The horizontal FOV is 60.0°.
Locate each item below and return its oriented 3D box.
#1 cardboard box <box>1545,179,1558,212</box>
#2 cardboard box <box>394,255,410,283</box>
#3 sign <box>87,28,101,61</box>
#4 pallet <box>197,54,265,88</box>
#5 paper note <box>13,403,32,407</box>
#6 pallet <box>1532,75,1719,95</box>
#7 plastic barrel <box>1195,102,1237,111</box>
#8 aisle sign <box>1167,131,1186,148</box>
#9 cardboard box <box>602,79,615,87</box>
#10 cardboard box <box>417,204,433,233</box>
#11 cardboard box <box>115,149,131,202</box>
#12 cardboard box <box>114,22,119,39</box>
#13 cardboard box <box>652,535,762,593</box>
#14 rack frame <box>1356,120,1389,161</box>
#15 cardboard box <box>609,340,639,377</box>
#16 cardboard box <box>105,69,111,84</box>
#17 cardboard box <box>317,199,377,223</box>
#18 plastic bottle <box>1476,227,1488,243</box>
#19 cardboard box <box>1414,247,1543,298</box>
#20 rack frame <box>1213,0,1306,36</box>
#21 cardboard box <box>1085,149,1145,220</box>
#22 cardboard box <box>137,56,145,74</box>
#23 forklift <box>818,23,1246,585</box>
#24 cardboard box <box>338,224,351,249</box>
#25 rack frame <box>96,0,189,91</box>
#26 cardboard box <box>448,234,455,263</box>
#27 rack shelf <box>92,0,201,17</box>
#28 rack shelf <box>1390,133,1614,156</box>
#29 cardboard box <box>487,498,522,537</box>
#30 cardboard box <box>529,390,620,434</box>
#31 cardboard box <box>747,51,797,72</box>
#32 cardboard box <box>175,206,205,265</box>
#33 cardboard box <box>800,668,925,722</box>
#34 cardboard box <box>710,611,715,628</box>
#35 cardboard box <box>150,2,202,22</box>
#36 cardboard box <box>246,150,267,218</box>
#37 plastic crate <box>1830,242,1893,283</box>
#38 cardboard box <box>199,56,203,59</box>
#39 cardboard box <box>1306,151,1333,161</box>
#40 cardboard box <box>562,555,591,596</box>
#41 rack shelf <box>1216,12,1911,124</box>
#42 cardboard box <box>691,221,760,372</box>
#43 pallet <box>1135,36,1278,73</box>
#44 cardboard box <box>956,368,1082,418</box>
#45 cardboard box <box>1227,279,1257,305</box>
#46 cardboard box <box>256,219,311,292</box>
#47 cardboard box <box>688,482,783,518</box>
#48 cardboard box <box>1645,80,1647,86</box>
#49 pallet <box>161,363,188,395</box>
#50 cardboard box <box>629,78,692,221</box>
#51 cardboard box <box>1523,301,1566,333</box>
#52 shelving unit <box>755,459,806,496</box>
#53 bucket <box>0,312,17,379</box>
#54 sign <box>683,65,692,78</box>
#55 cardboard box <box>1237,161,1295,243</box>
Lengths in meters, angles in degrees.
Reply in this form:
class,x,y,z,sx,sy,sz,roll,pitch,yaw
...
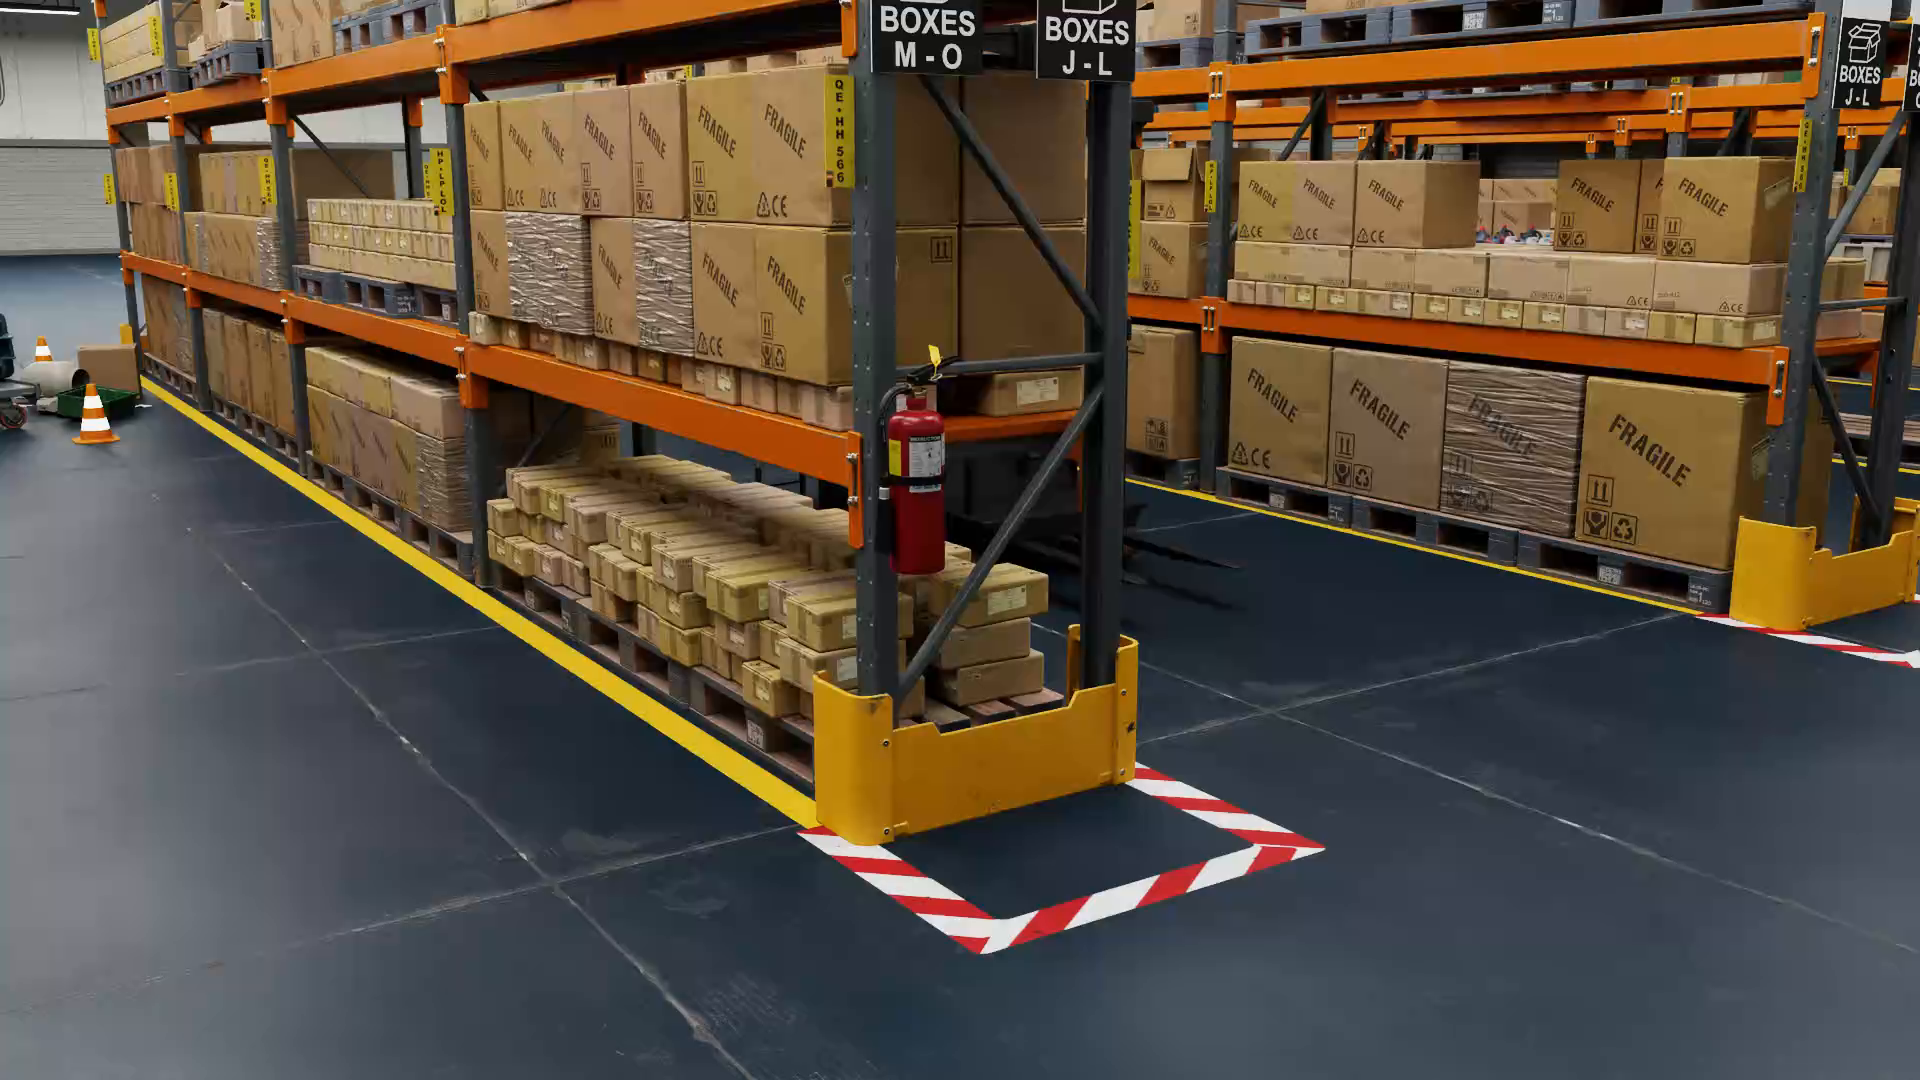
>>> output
class,x,y,z,sx,sy,sz,roll,pitch,yaw
cardboard box,9.502,-5.372,25.957,0.500,0.500,0.500,-8,15,-33
cardboard box,-3.065,-1.585,9.694,0.380,0.149,0.250,-9,15,-35
sign,-9.216,-5.272,17.695,0.100,0.325,0.005,-8,15,-33
pallet,-5.341,-3.663,13.010,1.003,0.211,1.213,-7,14,-30
paper note,-8.810,-1.265,15.592,0.172,0.023,0.155,-3,13,-13
pallet,5.691,-3.928,14.222,1.213,0.211,1.003,-8,15,-33
plastic barrel,2.961,-5.262,18.710,0.600,0.901,0.708,-8,15,-33
aisle sign,3.392,-6.392,25.984,0.394,0.787,0.004,-8,15,-33
cardboard box,-3.913,-5.250,19.243,0.380,0.149,0.250,-9,15,-35
cardboard box,-2.778,-1.787,9.223,0.380,0.149,0.250,-9,15,-35
cardboard box,-8.577,-3.936,17.959,0.875,0.550,0.550,-8,15,-33
cardboard box,-8.268,-5.114,16.708,0.380,0.149,0.250,-8,15,-34
cardboard box,-1.017,0.096,6.701,0.380,0.149,0.250,-7,14,-31
rack frame,3.990,-3.138,17.190,1.000,3.000,0.127,-8,15,-33
cardboard box,-1.260,-0.789,7.036,0.380,0.149,0.250,-7,14,-31
cardboard box,-8.827,-4.903,17.612,0.380,0.149,0.250,-8,15,-32
cardboard box,-4.072,-2.203,11.128,0.380,0.149,0.250,-9,15,-34
plastic bottle,4.814,-2.723,15.409,0.144,0.351,0.185,-8,15,-33
cardboard box,2.955,-1.529,9.486,0.500,0.250,0.500,-8,15,-33
rack frame,2.083,-4.771,10.616,1.000,3.000,0.127,-8,15,-33
cardboard box,1.352,-2.615,12.218,0.797,0.503,0.637,-8,15,-32
cardboard box,-7.565,-4.498,15.760,0.380,0.149,0.250,-8,15,-32
forklift,0.332,-1.318,9.026,1.130,2.935,3.031,-8,14,-31
cardboard box,-3.775,-1.961,10.716,0.380,0.149,0.250,-8,15,-33
rack frame,-8.751,-6.336,17.772,1.000,3.000,0.127,-8,15,-33
cardboard box,-2.487,-1.546,8.821,0.380,0.149,0.250,-8,14,-31
rack shelf,-7.642,-5.434,16.265,1.077,0.370,4.000,-8,15,-33
rack shelf,8.913,-6.492,27.189,1.077,0.370,4.000,-8,15,-33
cardboard box,-2.167,-0.127,8.414,0.380,0.149,0.250,-7,14,-30
cardboard box,-2.291,-0.784,9.540,0.500,0.250,0.500,-9,15,-35
cardboard box,-1.648,-4.721,16.185,0.797,0.503,0.637,-7,14,-30
cardboard box,-6.749,-2.832,15.438,0.875,0.550,0.550,-8,15,-33
cardboard box,-0.351,0.559,5.976,0.380,0.149,0.250,-8,15,-32
cardboard box,-0.768,0.270,6.600,0.380,0.149,0.250,-8,15,-33
cardboard box,-7.002,-4.708,14.851,0.380,0.149,0.250,-8,15,-33
cardboard box,-5.126,-2.782,12.987,0.700,0.500,0.500,-8,15,-34
plastic crate,6.899,-2.105,12.602,0.437,0.282,0.530,-8,15,-33
cardboard box,-6.166,-4.077,13.833,0.250,0.149,0.380,-8,15,-33
cardboard box,5.368,-5.286,23.740,0.700,0.500,0.500,-8,15,-33
cardboard box,-1.657,0.144,7.874,0.380,0.149,0.250,-8,15,-34
rack shelf,3.191,-2.599,9.386,1.077,0.370,4.000,-8,15,-33
cardboard box,-0.630,-0.896,6.006,0.500,0.500,0.500,-8,15,-34
pallet,1.534,-3.370,11.675,0.805,0.209,1.217,-9,15,-35
cardboard box,0.208,-0.534,5.869,0.380,0.149,0.250,-8,15,-33
cardboard box,1.970,-1.626,10.863,0.380,0.149,0.250,-8,15,-33
cardboard box,-4.791,-2.080,12.117,0.500,0.500,0.500,-8,15,-33
cardboard box,-1.064,-0.165,7.893,0.380,0.149,0.250,-9,15,-35
cardboard box,8.386,-5.164,19.201,0.910,0.500,0.500,-8,15,-33
pallet,-7.571,-1.694,17.112,1.003,0.211,1.213,-8,15,-33
cardboard box,-0.923,-1.476,6.319,0.500,0.500,0.500,-7,14,-30
cardboard box,3.261,-1.212,8.972,0.380,0.149,0.250,-8,15,-34
shelving unit,-0.943,-0.945,10.671,0.431,1.500,0.755,-11,17,-42
bucket,-8.529,-1.589,14.210,0.726,0.611,0.620,-3,23,-13
sign,-2.797,-4.916,17.087,0.100,0.325,0.005,-8,15,-33
cardboard box,2.136,-2.163,10.633,0.500,0.500,0.500,-8,15,-33
